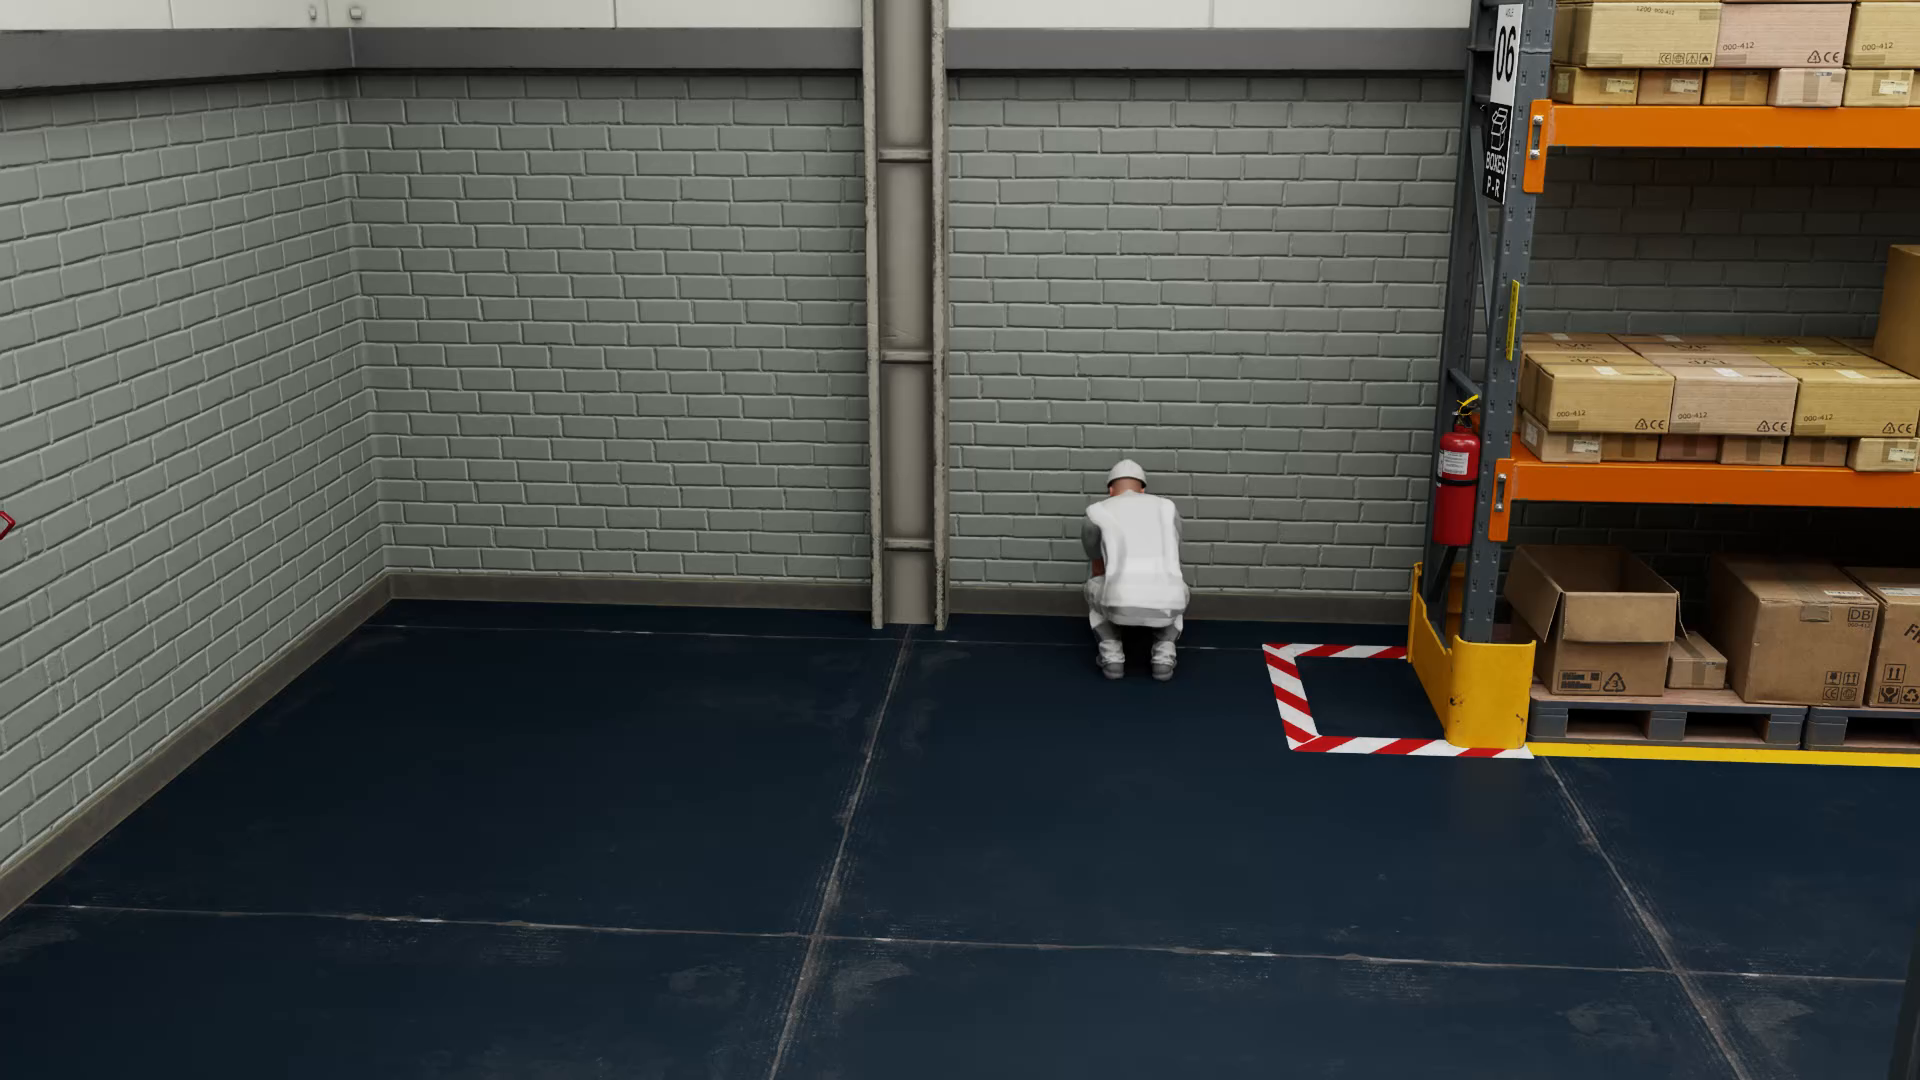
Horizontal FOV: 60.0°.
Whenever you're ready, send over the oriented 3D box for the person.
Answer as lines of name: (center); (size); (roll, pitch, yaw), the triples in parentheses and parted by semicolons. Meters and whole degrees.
person: (0.895, 0.160, 8.398); (0.533, 0.962, 0.890); (1, 17, 3)
